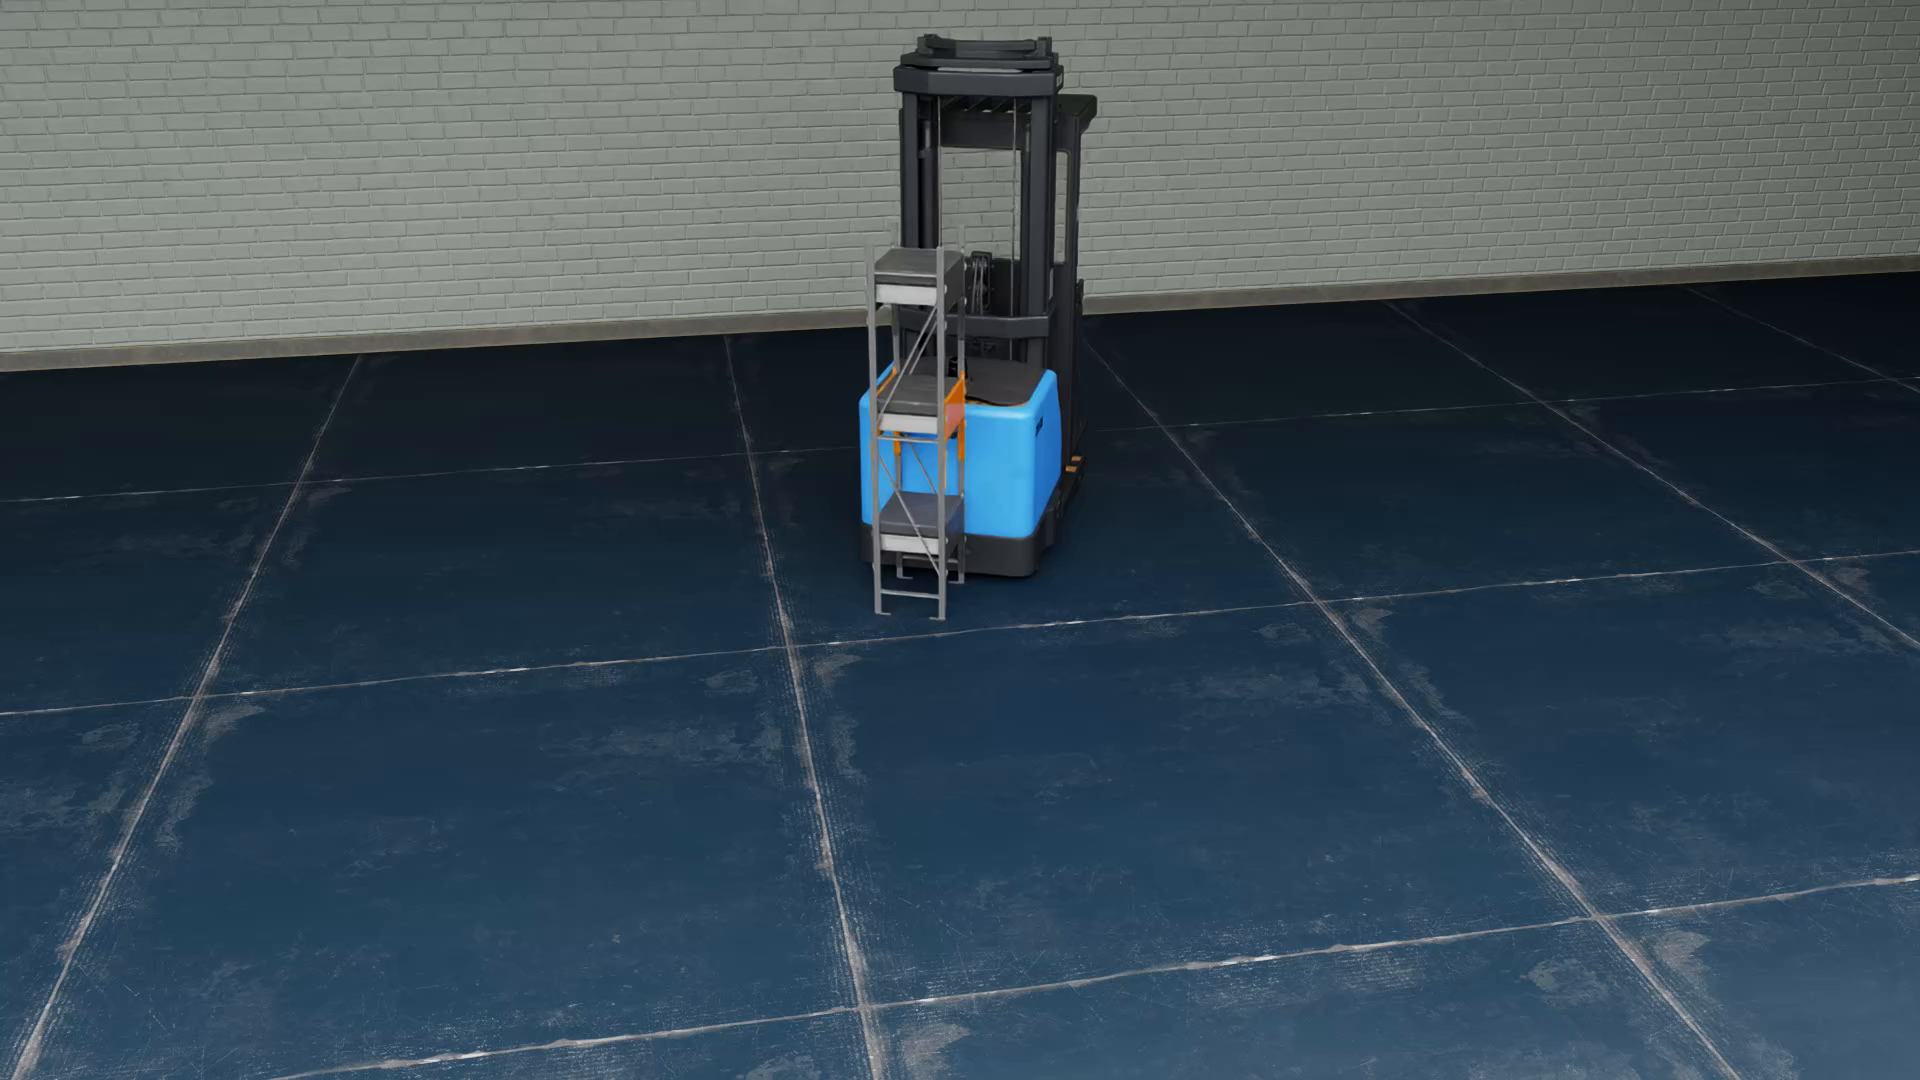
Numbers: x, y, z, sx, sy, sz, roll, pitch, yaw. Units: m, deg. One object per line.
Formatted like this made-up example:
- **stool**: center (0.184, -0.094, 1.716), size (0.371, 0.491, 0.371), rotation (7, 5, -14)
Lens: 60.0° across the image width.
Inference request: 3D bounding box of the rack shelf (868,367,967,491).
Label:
- **rack shelf**: center (-0.225, -0.614, 9.066), size (0.431, 0.518, 0.480), rotation (5, 24, 11)

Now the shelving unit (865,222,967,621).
- **shelving unit**: center (-0.225, -0.626, 9.060), size (0.431, 2.100, 0.503), rotation (5, 24, 11)

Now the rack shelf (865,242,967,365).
- **rack shelf**: center (-0.225, -1.255, 8.786), size (0.431, 0.518, 0.480), rotation (5, 24, 11)

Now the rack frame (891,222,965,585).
- **rack frame**: center (-0.172, -0.721, 9.279), size (0.400, 2.100, 0.015), rotation (5, 24, 11)

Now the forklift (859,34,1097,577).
- **forklift**: center (0.231, -1.694, 10.466), size (1.130, 2.935, 3.031), rotation (5, 24, 11)

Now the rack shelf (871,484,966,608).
- **rack shelf**: center (-0.225, 0.028, 9.346), size (0.431, 0.518, 0.480), rotation (5, 24, 11)

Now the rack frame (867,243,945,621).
- **rack frame**: center (-0.278, -0.531, 8.842), size (0.400, 2.100, 0.015), rotation (5, 24, 11)
